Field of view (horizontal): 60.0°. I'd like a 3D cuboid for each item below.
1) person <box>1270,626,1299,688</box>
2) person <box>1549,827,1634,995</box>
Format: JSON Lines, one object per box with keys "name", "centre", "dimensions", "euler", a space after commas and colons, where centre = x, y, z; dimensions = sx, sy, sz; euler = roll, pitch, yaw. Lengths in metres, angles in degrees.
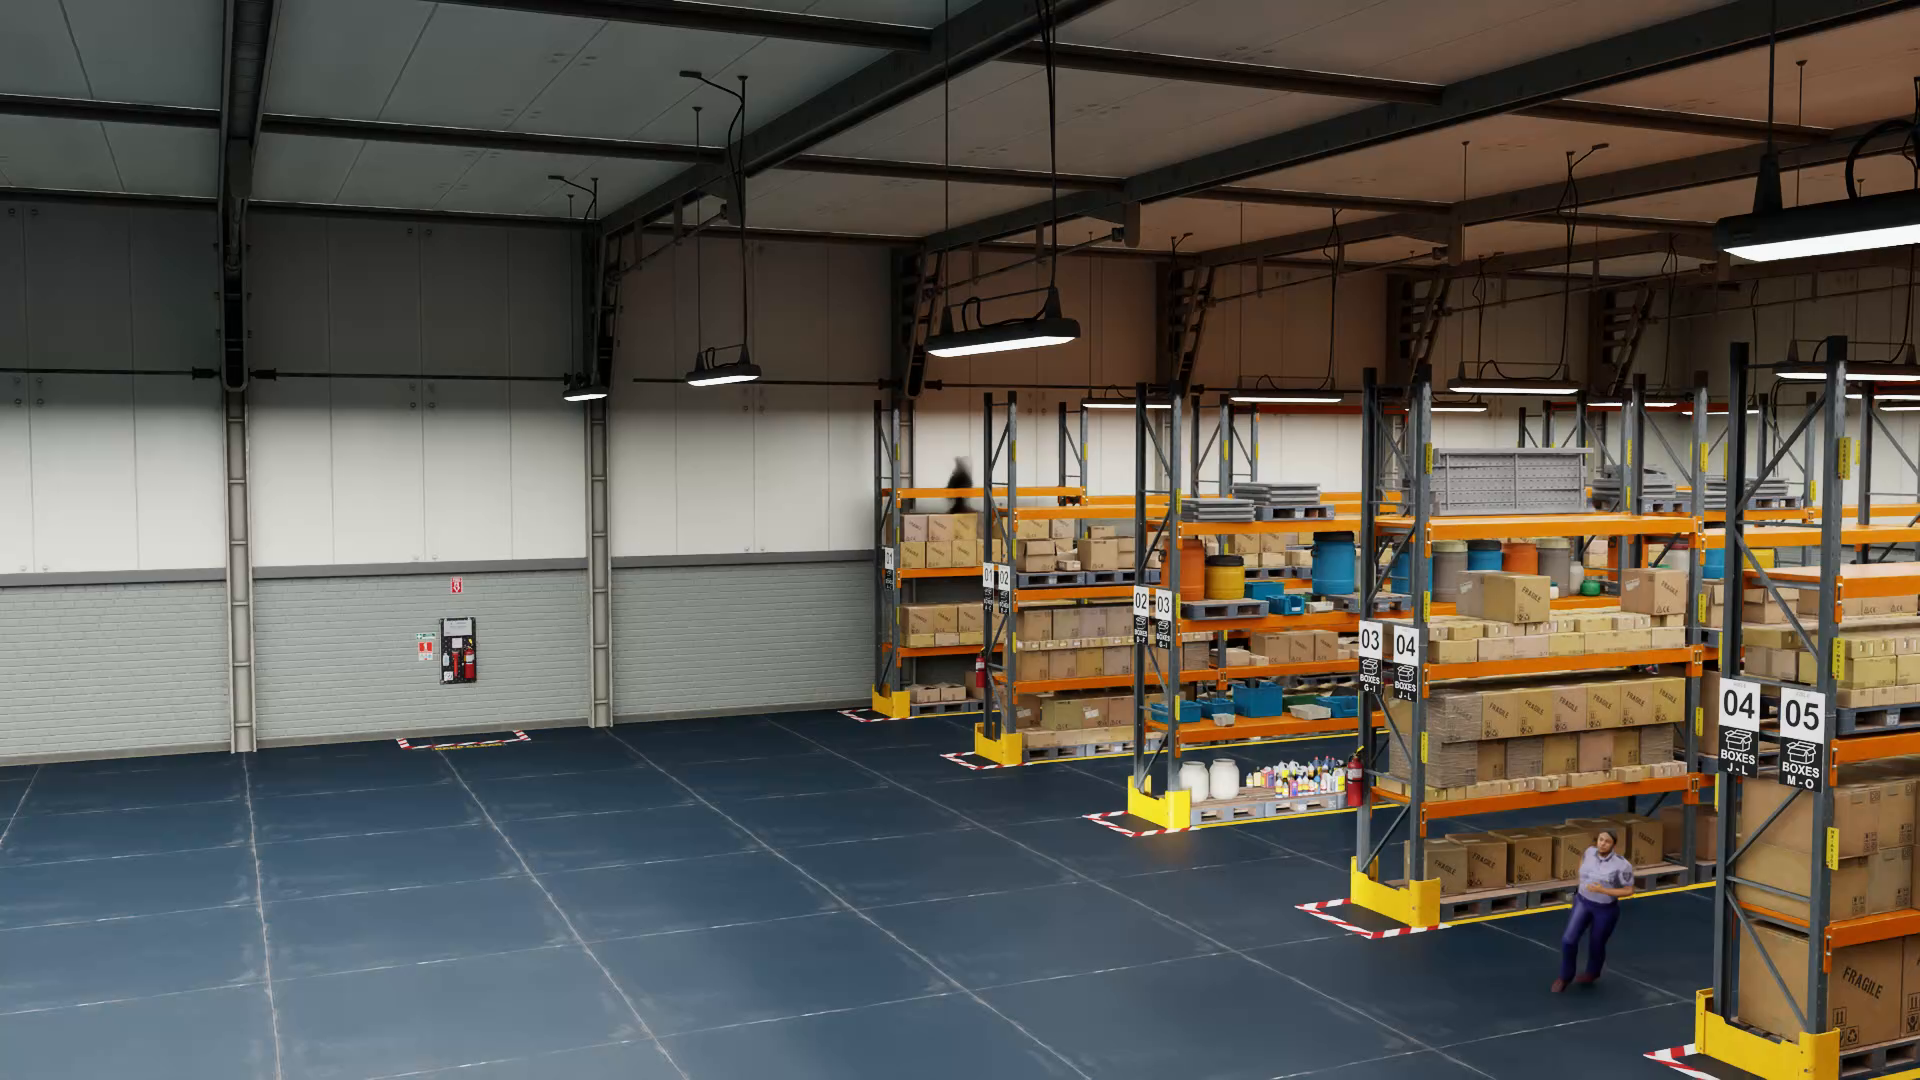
{"name": "person", "centre": [6.367, 2.403, 32.435], "dimensions": [0.736, 1.821, 0.635], "euler": [-2, 4, -34]}
{"name": "person", "centre": [5.966, 3.473, 15.578], "dimensions": [0.715, 1.648, 0.688], "euler": [3, 4, 37]}
